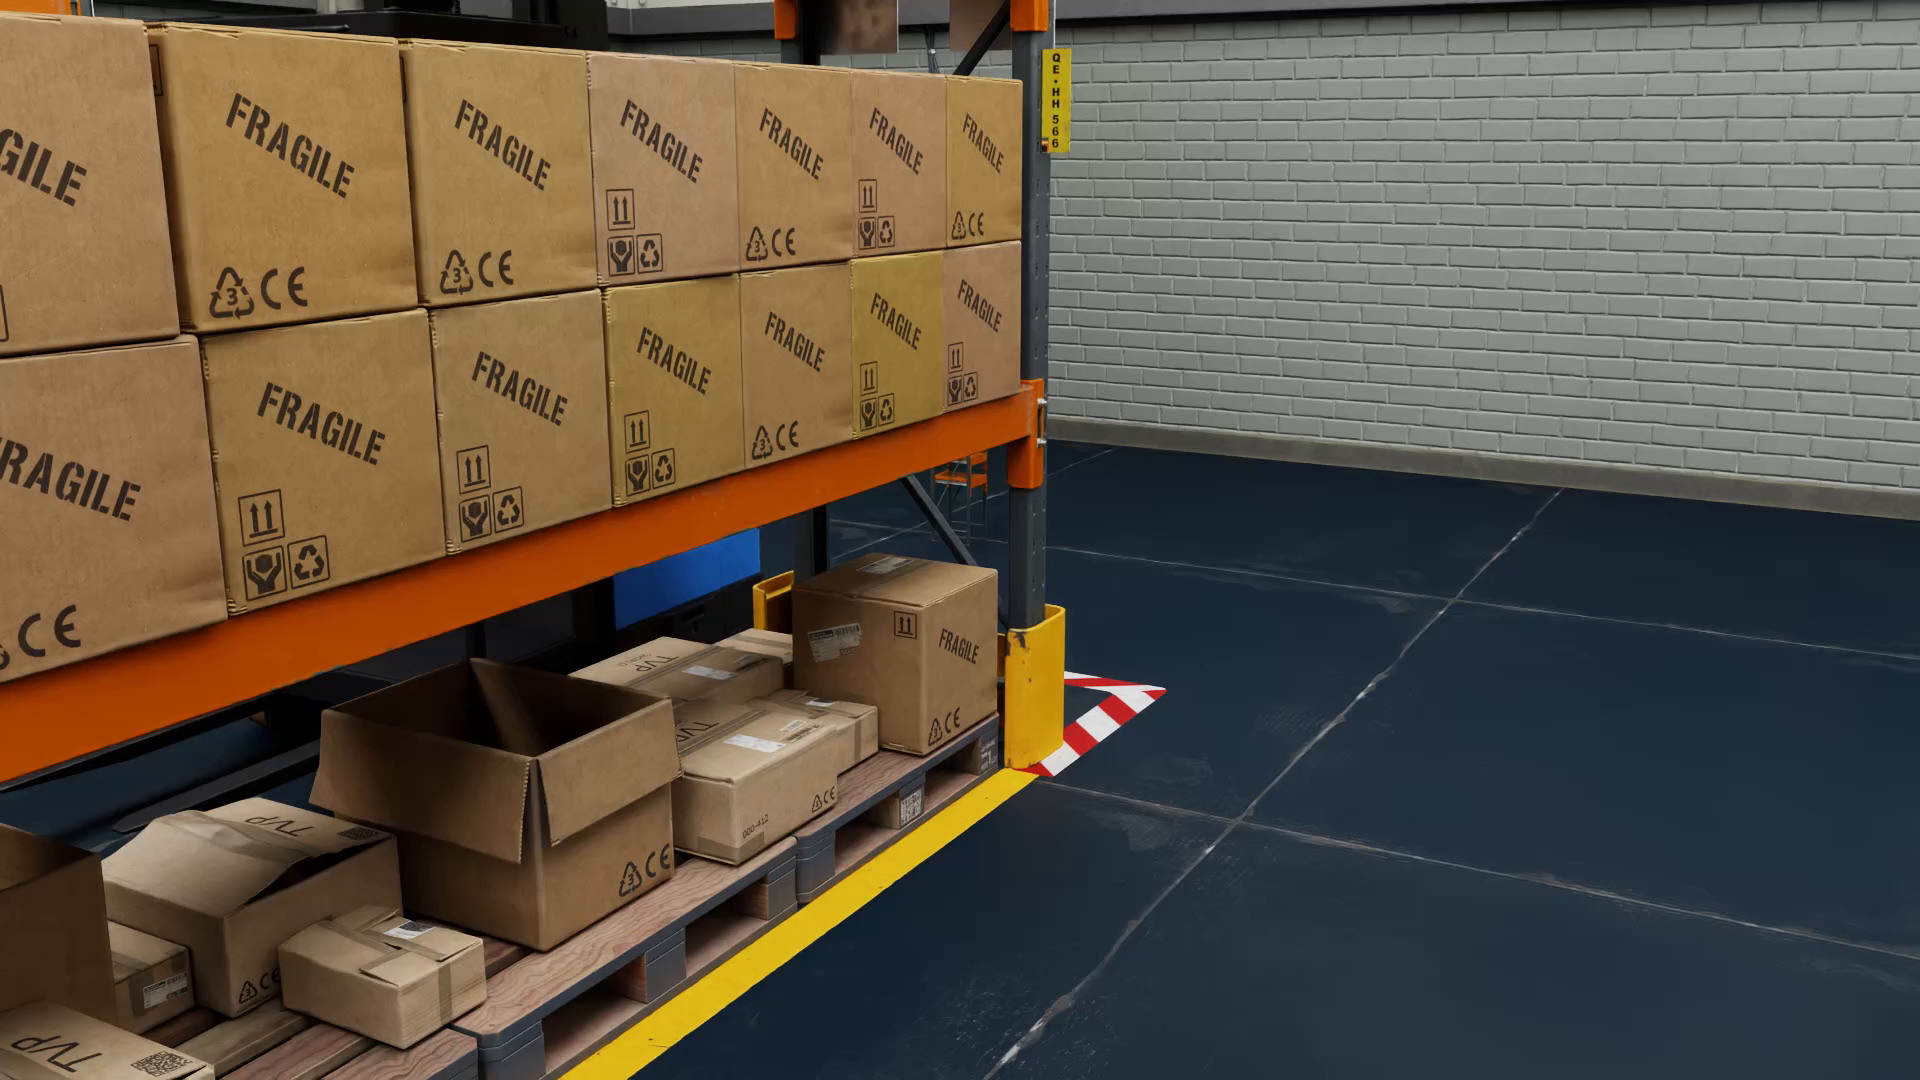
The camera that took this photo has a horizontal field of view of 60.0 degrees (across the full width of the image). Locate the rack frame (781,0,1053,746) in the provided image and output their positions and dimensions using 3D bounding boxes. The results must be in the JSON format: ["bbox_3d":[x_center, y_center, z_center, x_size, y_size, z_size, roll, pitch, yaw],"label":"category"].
[{"bbox_3d":[-0.163,-0.778,5.860,1.000,3.000,0.127,7,15,28],"label":"rack frame"}]

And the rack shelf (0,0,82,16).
[{"bbox_3d":[-5.468,-2.037,6.216,1.077,0.370,4.000,7,15,28],"label":"rack shelf"}]

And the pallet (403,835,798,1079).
[{"bbox_3d":[-1.175,1.006,4.409,1.003,0.211,1.213,7,15,28],"label":"pallet"}]

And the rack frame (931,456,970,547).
[{"bbox_3d":[-0.051,-0.562,8.803,0.240,1.200,0.006,7,15,28],"label":"rack frame"}]

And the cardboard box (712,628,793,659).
[{"bbox_3d":[-0.666,0.441,5.948,0.380,0.149,0.250,7,15,28],"label":"cardboard box"}]

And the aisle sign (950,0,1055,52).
[{"bbox_3d":[0.138,-2.021,5.470,0.394,0.787,0.004,7,15,28],"label":"aisle sign"}]

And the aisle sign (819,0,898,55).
[{"bbox_3d":[-0.387,-2.089,5.752,0.394,0.787,0.004,7,15,28],"label":"aisle sign"}]

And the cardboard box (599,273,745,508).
[{"bbox_3d":[-0.879,-0.392,4.045,0.500,0.500,0.500,7,15,27],"label":"cardboard box"}]

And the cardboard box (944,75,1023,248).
[{"bbox_3d":[-0.137,-1.190,5.223,0.500,0.500,0.500,7,15,28],"label":"cardboard box"}]

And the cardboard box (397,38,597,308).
[{"bbox_3d":[-1.124,-0.768,3.473,0.500,0.500,0.500,7,15,26],"label":"cardboard box"}]

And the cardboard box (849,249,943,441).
[{"bbox_3d":[-0.389,-0.597,4.896,0.500,0.500,0.500,8,15,29],"label":"cardboard box"}]

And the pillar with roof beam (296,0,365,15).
[{"bbox_3d":[-0.184,-4.419,8.163,9.100,9.000,0.400,7,15,28],"label":"pillar with roof beam"}]

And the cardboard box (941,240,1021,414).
[{"bbox_3d":[-0.141,-0.704,5.339,0.500,0.500,0.500,8,16,30],"label":"cardboard box"}]

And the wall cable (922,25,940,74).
[{"bbox_3d":[-1.454,-3.865,12.491,3.097,2.526,0.112,7,15,28],"label":"wall cable"}]

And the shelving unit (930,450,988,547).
[{"bbox_3d":[-0.007,-0.580,8.881,0.258,1.200,0.189,7,15,28],"label":"shelving unit"}]

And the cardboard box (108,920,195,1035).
[{"bbox_3d":[-1.941,0.982,3.704,0.380,0.149,0.250,7,15,28],"label":"cardboard box"}]

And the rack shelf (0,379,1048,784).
[{"bbox_3d":[-1.130,-0.018,4.242,1.077,0.370,4.000,7,15,28],"label":"rack shelf"}]

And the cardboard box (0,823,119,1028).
[{"bbox_3d":[-2.069,0.895,3.316,0.500,0.500,0.500,7,15,28],"label":"cardboard box"}]

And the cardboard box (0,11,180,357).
[{"bbox_3d":[-1.622,-0.557,2.596,0.500,0.500,0.500,8,16,29],"label":"cardboard box"}]

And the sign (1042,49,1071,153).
[{"bbox_3d":[0.313,-1.427,5.410,0.100,0.325,0.005,7,15,28],"label":"sign"}]

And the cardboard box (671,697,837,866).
[{"bbox_3d":[-0.696,0.676,4.758,0.500,0.250,0.500,7,15,28],"label":"cardboard box"}]

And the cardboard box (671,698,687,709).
[{"bbox_3d":[-1.157,0.629,4.950,0.500,0.250,0.500,7,15,28],"label":"cardboard box"}]

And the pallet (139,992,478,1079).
[{"bbox_3d":[-1.764,1.258,3.367,1.003,0.211,1.213,7,15,28],"label":"pallet"}]

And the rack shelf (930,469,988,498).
[{"bbox_3d":[-0.007,-0.304,8.947,0.258,0.103,0.180,7,15,28],"label":"rack shelf"}]

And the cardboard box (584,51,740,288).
[{"bbox_3d":[-0.876,-0.874,3.912,0.500,0.500,0.500,8,16,30],"label":"cardboard box"}]

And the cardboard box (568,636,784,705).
[{"bbox_3d":[-0.916,0.527,5.376,0.500,0.250,0.500,7,15,28],"label":"cardboard box"}]

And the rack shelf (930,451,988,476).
[{"bbox_3d":[-0.007,-0.420,8.919,0.258,0.103,0.180,7,15,28],"label":"rack shelf"}]

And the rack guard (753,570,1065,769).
[{"bbox_3d":[-0.200,0.453,6.088,1.175,0.500,0.348,7,15,28],"label":"rack guard"}]

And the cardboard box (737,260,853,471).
[{"bbox_3d":[-0.635,-0.495,4.474,0.500,0.500,0.500,8,15,28],"label":"cardboard box"}]

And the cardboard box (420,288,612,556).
[{"bbox_3d":[-1.123,-0.287,3.612,0.500,0.500,0.500,7,15,28],"label":"cardboard box"}]

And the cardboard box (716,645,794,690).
[{"bbox_3d":[-0.787,0.484,5.733,0.380,0.166,0.250,7,15,28],"label":"cardboard box"}]

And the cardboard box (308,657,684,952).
[{"bbox_3d":[-1.193,0.656,4.298,0.797,0.503,0.637,7,15,28],"label":"cardboard box"}]

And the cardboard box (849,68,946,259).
[{"bbox_3d":[-0.381,-1.086,4.793,0.500,0.500,0.500,8,16,30],"label":"cardboard box"}]

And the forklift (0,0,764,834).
[{"bbox_3d":[-1.960,-0.738,5.841,1.130,2.935,3.031,7,15,26],"label":"forklift"}]

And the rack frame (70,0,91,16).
[{"bbox_3d":[-4.501,-1.338,8.185,1.000,3.000,0.127,7,15,28],"label":"rack frame"}]

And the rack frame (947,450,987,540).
[{"bbox_3d":[0.037,-0.599,8.958,0.240,1.200,0.006,7,15,28],"label":"rack frame"}]

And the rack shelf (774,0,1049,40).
[{"bbox_3d":[-1.130,-1.476,3.891,1.077,0.370,4.000,7,15,28],"label":"rack shelf"}]

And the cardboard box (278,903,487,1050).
[{"bbox_3d":[-1.295,0.966,3.733,0.380,0.166,0.250,7,15,28],"label":"cardboard box"}]

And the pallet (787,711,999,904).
[{"bbox_3d":[-0.584,0.757,5.443,1.003,0.211,1.213,7,15,28],"label":"pallet"}]

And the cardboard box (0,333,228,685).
[{"bbox_3d":[-1.612,-0.080,2.750,0.500,0.500,0.500,8,16,30],"label":"cardboard box"}]

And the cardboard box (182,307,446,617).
[{"bbox_3d":[-1.367,-0.185,3.187,0.500,0.500,0.500,8,16,29],"label":"cardboard box"}]

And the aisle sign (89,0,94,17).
[{"bbox_3d":[-4.204,-2.583,7.801,0.394,0.787,0.004,7,15,28],"label":"aisle sign"}]

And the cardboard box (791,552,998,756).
[{"bbox_3d":[-0.210,0.363,5.523,0.500,0.500,0.500,7,15,28],"label":"cardboard box"}]

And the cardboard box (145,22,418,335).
[{"bbox_3d":[-1.373,-0.663,3.035,0.500,0.500,0.500,7,15,26],"label":"cardboard box"}]

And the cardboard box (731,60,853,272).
[{"bbox_3d":[-0.627,-0.979,4.350,0.500,0.500,0.500,8,16,30],"label":"cardboard box"}]

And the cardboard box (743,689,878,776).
[{"bbox_3d":[-0.485,0.598,5.260,0.380,0.166,0.250,7,15,28],"label":"cardboard box"}]

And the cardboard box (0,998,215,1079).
[{"bbox_3d":[-1.704,1.074,2.975,0.500,0.311,0.500,7,15,28],"label":"cardboard box"}]

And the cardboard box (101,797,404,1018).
[{"bbox_3d":[-1.707,0.833,3.976,0.500,0.311,0.500,7,15,28],"label":"cardboard box"}]
